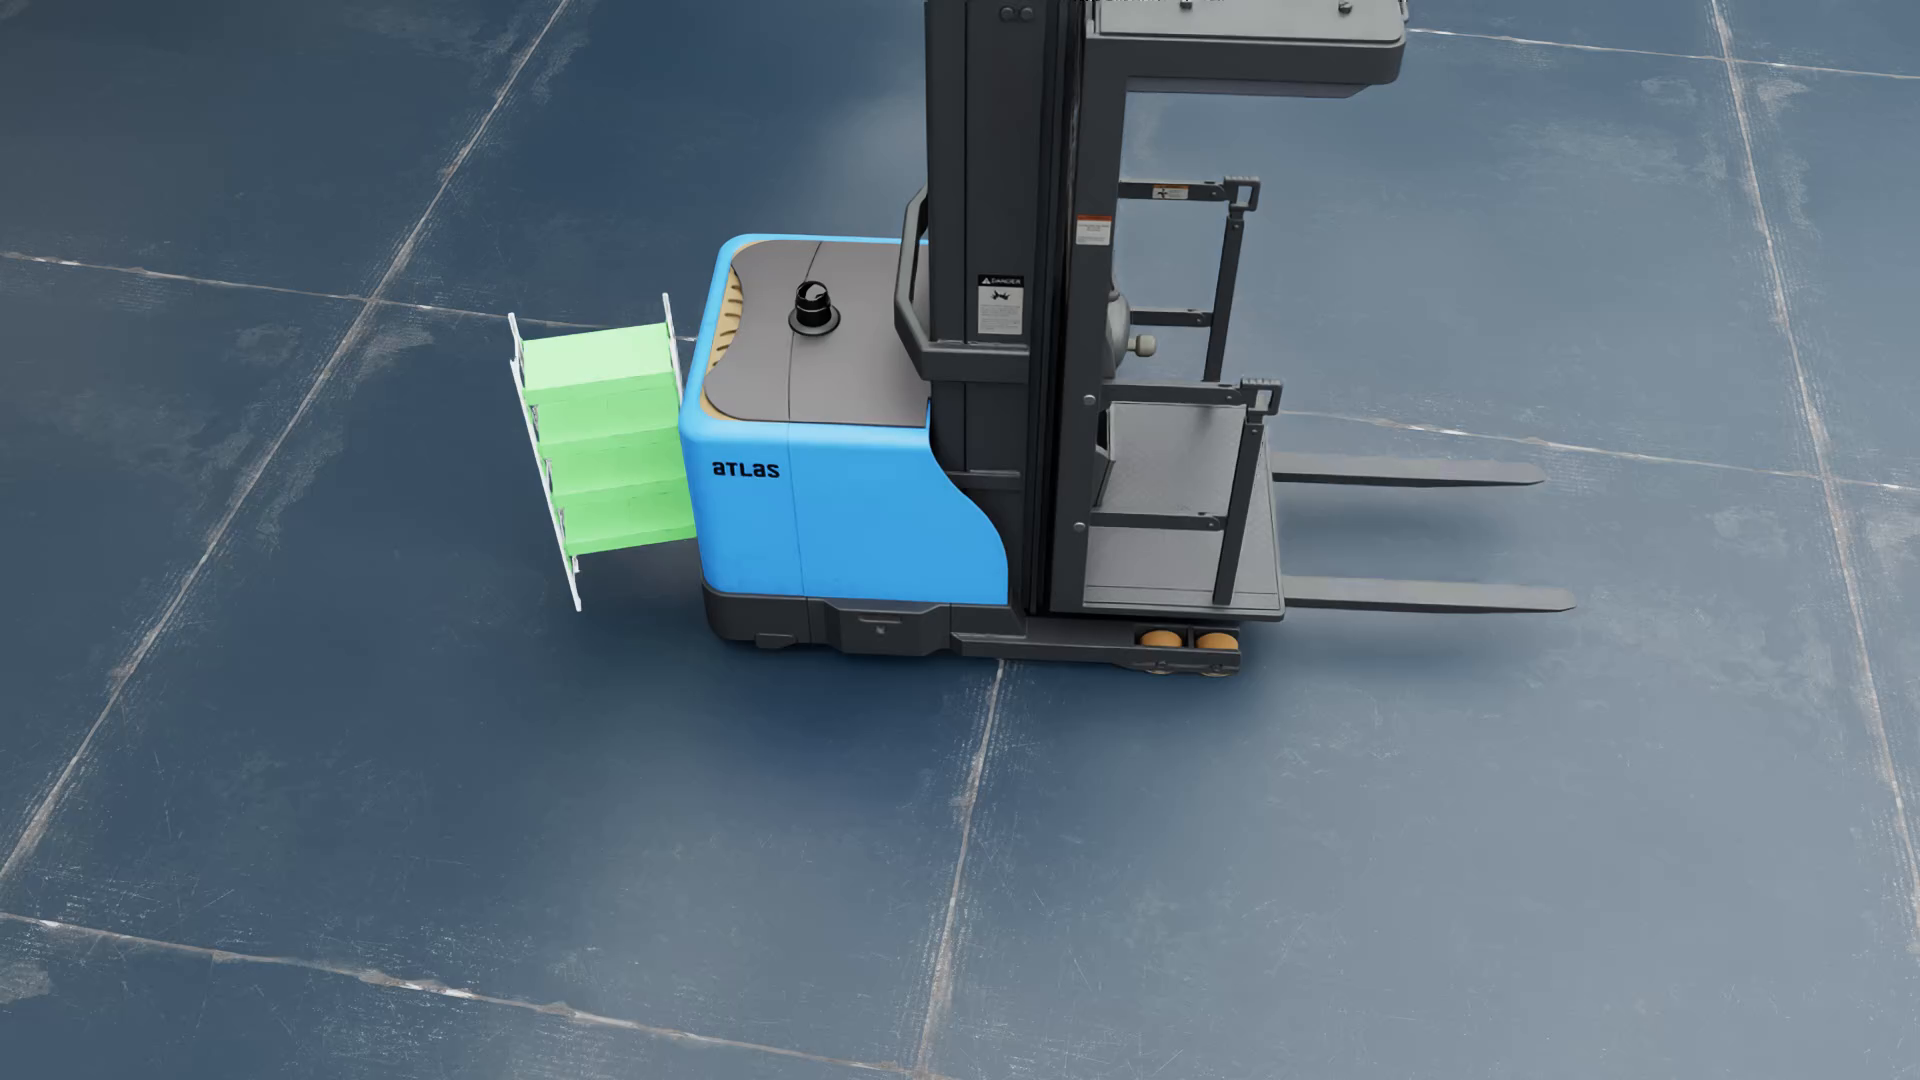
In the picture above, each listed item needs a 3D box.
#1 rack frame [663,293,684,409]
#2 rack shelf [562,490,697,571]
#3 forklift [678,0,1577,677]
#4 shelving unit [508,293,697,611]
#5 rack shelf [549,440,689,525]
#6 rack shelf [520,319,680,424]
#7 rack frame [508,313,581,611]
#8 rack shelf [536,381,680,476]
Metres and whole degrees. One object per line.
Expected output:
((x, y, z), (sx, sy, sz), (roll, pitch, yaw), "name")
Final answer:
((-0.925, -0.305, 5.717), (0.015, 1.200, 0.240), (-9, 49, -8), "rack frame")
((-1.164, -0.065, 5.911), (0.480, 0.148, 0.258), (-9, 49, -8), "rack shelf")
((0.641, -0.911, 5.098), (3.031, 2.935, 1.130), (2, 48, 2), "forklift")
((-1.164, -0.269, 5.685), (0.503, 1.200, 0.258), (-9, 49, -8), "shelving unit")
((-1.164, -0.226, 5.732), (0.480, 0.148, 0.258), (-9, 49, -8), "rack shelf")
((-1.164, -0.547, 5.375), (0.480, 0.148, 0.258), (-9, 49, -8), "rack shelf")
((-1.404, -0.232, 5.652), (0.015, 1.200, 0.240), (-9, 49, -8), "rack frame")
((-1.164, -0.386, 5.554), (0.480, 0.148, 0.258), (-9, 49, -8), "rack shelf")
